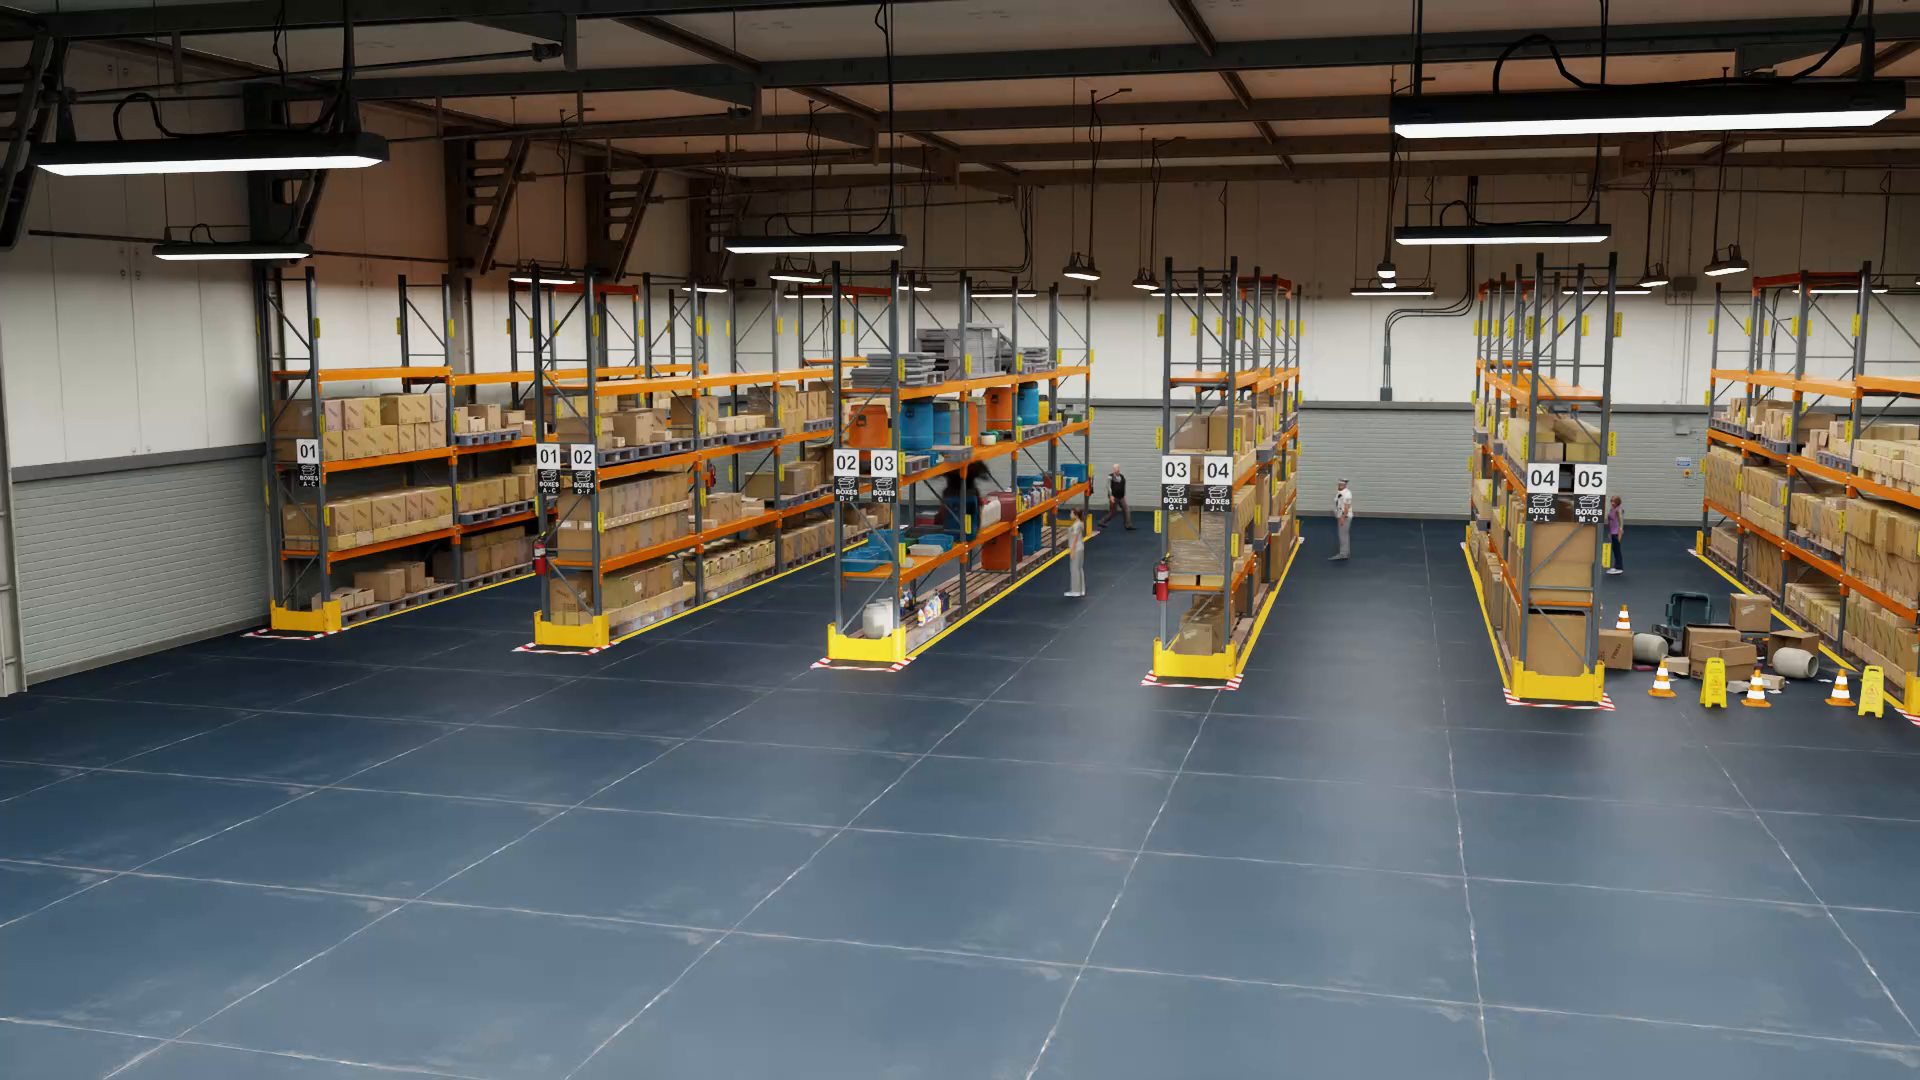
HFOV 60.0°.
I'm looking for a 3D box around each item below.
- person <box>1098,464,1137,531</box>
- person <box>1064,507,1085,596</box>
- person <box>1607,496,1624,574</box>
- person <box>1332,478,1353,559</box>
[{"bbox_3d":[3.892,-1.053,41.220,0.926,1.668,0.645,5,9,37],"label":"person"},{"bbox_3d":[2.162,0.200,31.173,0.362,1.644,0.519,2,8,15],"label":"person"},{"bbox_3d":[13.453,-0.118,34.138,0.346,1.602,0.474,3,8,19],"label":"person"},{"bbox_3d":[8.321,-0.475,36.232,0.436,1.765,0.555,0,7,3],"label":"person"}]
